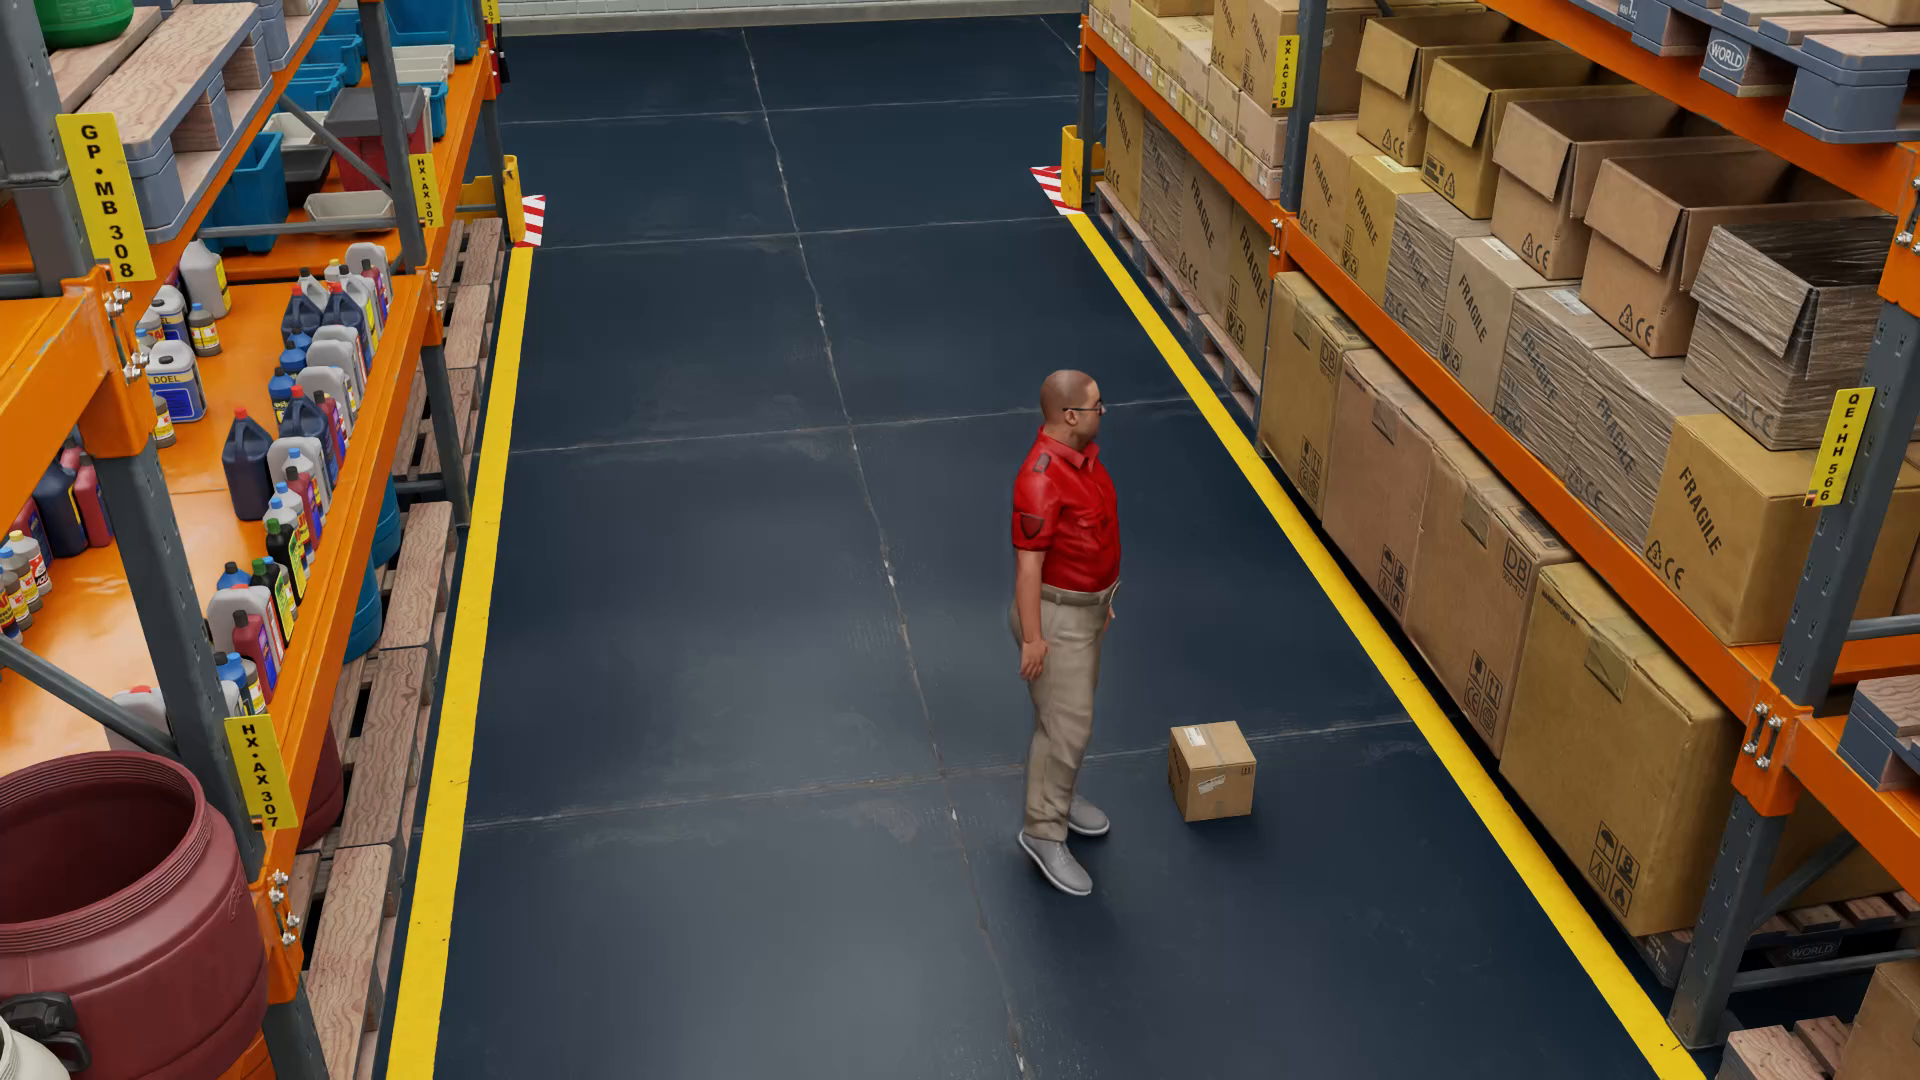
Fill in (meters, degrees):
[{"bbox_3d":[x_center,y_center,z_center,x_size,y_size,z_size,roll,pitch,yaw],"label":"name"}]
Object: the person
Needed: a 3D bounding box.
[{"bbox_3d":[0.367,0.293,5.654,0.396,1.759,0.731,9,32,15],"label":"person"}]
